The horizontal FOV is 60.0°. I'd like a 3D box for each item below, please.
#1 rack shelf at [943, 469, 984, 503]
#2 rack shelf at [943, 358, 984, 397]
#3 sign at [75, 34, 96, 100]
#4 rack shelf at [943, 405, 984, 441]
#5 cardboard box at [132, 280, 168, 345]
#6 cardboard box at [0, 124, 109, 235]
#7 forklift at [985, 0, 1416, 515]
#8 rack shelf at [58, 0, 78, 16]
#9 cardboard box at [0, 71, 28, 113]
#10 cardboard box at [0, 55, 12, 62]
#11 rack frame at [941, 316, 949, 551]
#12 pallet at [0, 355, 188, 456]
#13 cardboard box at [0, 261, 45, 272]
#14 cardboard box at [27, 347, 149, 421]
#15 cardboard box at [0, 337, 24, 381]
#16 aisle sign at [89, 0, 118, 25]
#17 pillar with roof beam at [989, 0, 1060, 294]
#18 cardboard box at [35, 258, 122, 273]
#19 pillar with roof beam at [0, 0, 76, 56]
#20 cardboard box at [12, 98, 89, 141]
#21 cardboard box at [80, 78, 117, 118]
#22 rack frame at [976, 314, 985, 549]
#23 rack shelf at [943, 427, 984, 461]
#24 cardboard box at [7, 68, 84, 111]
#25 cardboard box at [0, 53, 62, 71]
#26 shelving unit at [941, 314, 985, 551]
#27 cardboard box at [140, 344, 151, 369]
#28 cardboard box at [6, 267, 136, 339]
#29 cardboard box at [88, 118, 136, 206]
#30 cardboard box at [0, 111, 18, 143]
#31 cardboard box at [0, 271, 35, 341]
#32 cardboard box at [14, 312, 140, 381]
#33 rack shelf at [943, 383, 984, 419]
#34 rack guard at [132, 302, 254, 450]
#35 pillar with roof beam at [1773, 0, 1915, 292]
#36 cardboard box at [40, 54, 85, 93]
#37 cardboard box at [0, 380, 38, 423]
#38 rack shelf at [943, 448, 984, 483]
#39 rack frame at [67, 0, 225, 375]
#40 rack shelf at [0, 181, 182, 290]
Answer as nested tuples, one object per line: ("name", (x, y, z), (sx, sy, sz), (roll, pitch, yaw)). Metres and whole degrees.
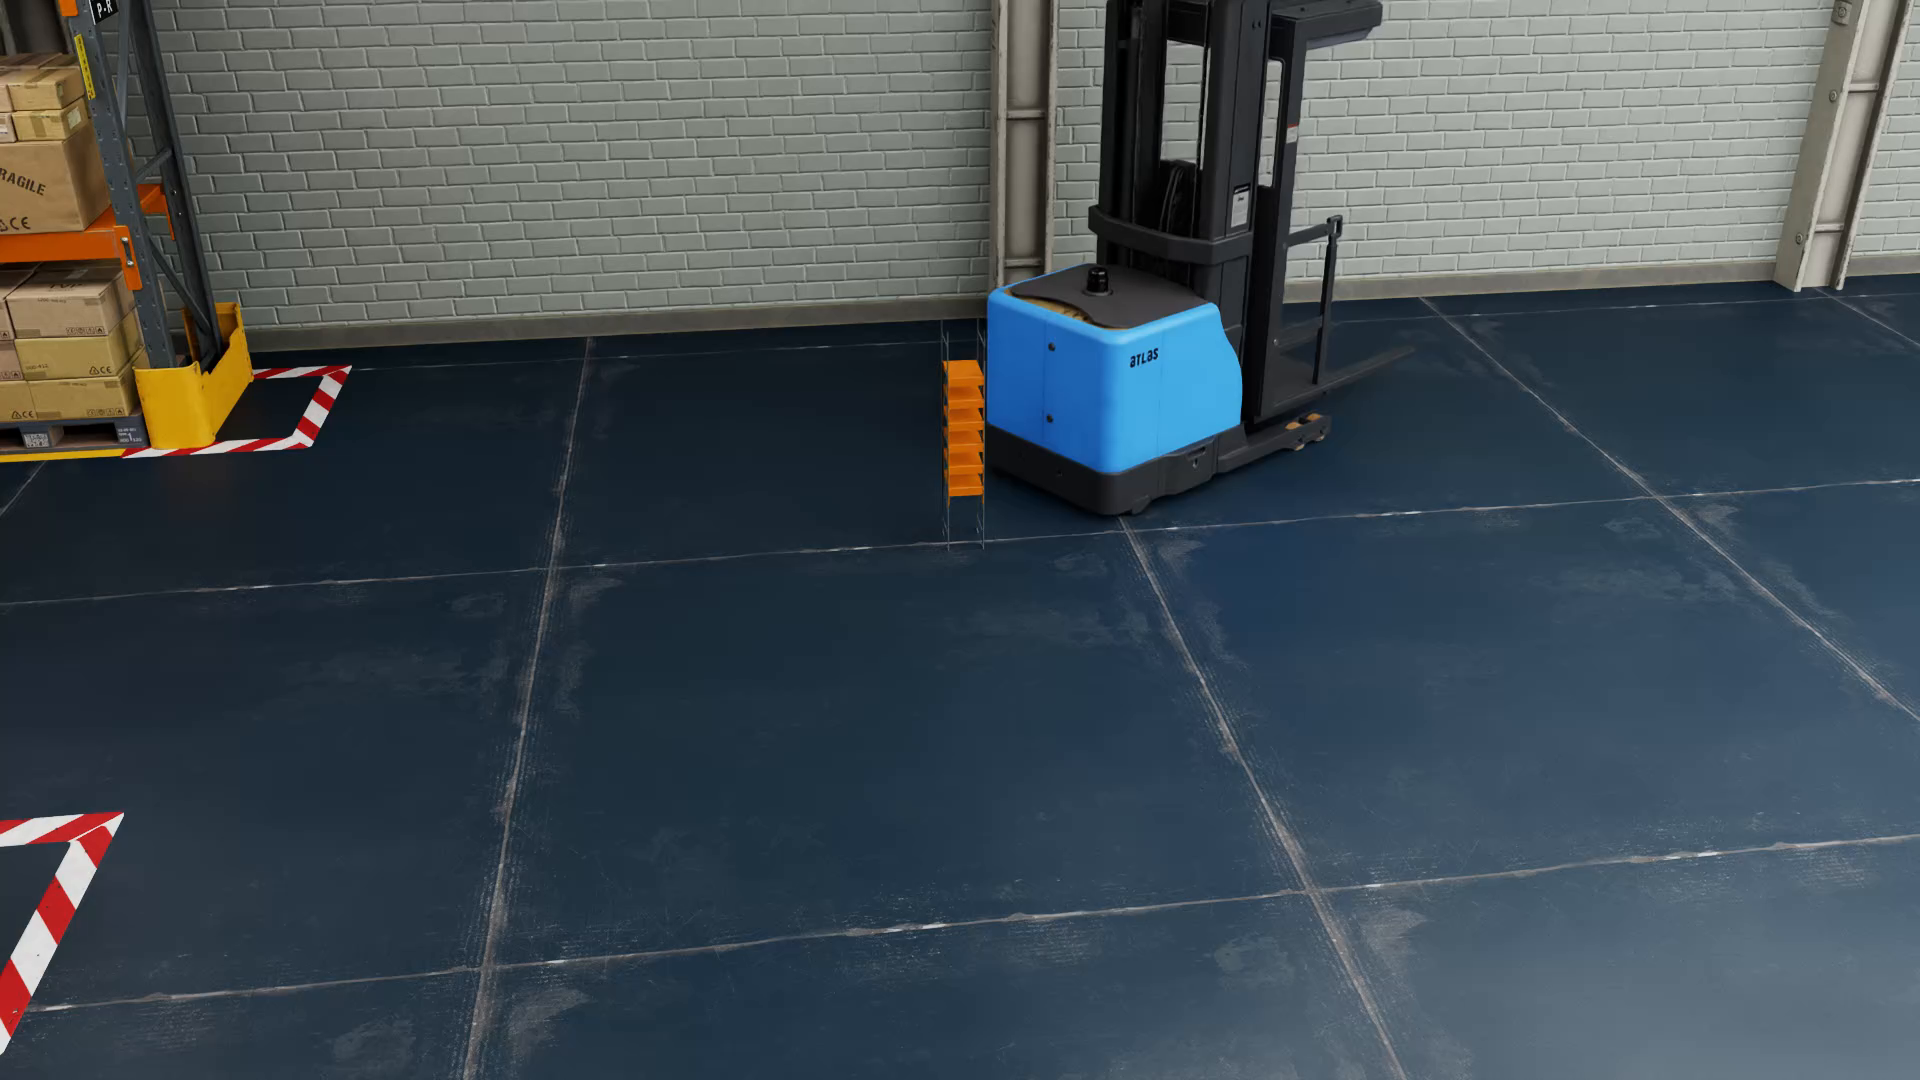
("rack shelf", (0.014, -0.282, 8.608), (0.180, 0.103, 0.258), (-4, 27, -7))
("rack shelf", (0.014, -0.816, 8.334), (0.180, 0.103, 0.258), (-4, 27, -7))
("sign", (-4.642, -2.509, 8.825), (0.005, 0.325, 0.100), (-4, 27, -7))
("rack shelf", (0.014, -0.602, 8.443), (0.180, 0.103, 0.258), (-4, 27, -7))
("cardboard box", (-5.199, -1.384, 10.166), (0.500, 0.250, 0.500), (-3, 27, -6))
("cardboard box", (-5.155, -2.029, 9.308), (0.500, 0.500, 0.500), (-4, 27, -8))
("forklift", (1.572, -1.989, 9.415), (3.031, 2.935, 1.130), (-22, 34, -36))
("rack shelf", (-6.685, -3.021, 8.855), (4.000, 0.370, 1.077), (-4, 27, -7))
("cardboard box", (-5.269, -2.452, 9.097), (0.250, 0.149, 0.380), (-4, 27, -7))
("cardboard box", (-5.590, -2.650, 9.483), (0.250, 0.149, 0.380), (-3, 27, -6))
("rack frame", (-0.076, -0.529, 8.467), (0.006, 1.200, 0.240), (-4, 27, -7))
("pallet", (-5.455, -0.826, 10.128), (1.213, 0.211, 1.003), (-4, 27, -7))
("cardboard box", (-5.701, -1.564, 9.969), (0.500, 0.250, 0.500), (-4, 27, -7))
("cardboard box", (-5.125, -0.925, 9.819), (0.500, 0.250, 0.500), (-3, 27, -7))
("cardboard box", (-5.641, -1.121, 9.653), (0.500, 0.250, 0.500), (-4, 27, -8))
("aisle sign", (-4.598, -3.162, 8.780), (0.004, 0.787, 0.394), (-4, 27, -7))
("pillar with roof beam", (1.022, -3.602, 5.913), (0.400, 9.000, 9.100), (-4, 27, -7))
("cardboard box", (-5.206, -1.598, 10.034), (0.500, 0.250, 0.500), (-4, 27, -8))
("pillar with roof beam", (-4.919, -3.220, 5.169), (0.400, 9.000, 9.100), (-4, 27, -7))
("cardboard box", (-5.008, -2.319, 9.163), (0.250, 0.149, 0.380), (-3, 27, -6))
("cardboard box", (-5.076, -2.563, 9.639), (0.250, 0.149, 0.380), (-4, 27, -8))
("rack frame", (0.105, -0.541, 8.489), (0.006, 1.200, 0.240), (-4, 27, -7))
("rack shelf", (0.014, -0.495, 8.498), (0.180, 0.103, 0.258), (-4, 27, -7))
("cardboard box", (-5.029, -2.482, 9.155), (0.250, 0.149, 0.380), (-4, 27, -7))
("cardboard box", (-5.338, -2.686, 9.554), (0.250, 0.149, 0.380), (-3, 27, -5))
("shelving unit", (0.014, -0.535, 8.478), (0.189, 1.200, 0.258), (-4, 27, -7))
("cardboard box", (-5.218, -1.155, 10.267), (0.500, 0.250, 0.500), (-4, 27, -7))
("cardboard box", (-5.117, -1.372, 9.595), (0.500, 0.250, 0.500), (-3, 27, -5))
("cardboard box", (-5.233, -2.273, 9.784), (0.500, 0.500, 0.500), (-3, 27, -5))
("cardboard box", (-5.257, -2.289, 9.105), (0.250, 0.149, 0.380), (-3, 27, -6))
("cardboard box", (-5.621, -1.337, 9.527), (0.500, 0.250, 0.500), (-3, 27, -6))
("cardboard box", (-5.142, -1.148, 9.706), (0.500, 0.250, 0.500), (-4, 27, -8))
("rack shelf", (0.014, -0.709, 8.389), (0.180, 0.103, 0.258), (-4, 27, -7))
("rack guard", (-4.680, -1.024, 10.197), (0.348, 0.500, 1.175), (-4, 27, -7))
("pillar with roof beam", (6.964, -3.984, 6.656), (0.400, 9.000, 9.100), (-4, 27, -7))
("cardboard box", (-5.066, -2.675, 9.531), (0.250, 0.149, 0.380), (-4, 27, -8))
("cardboard box", (-5.619, -0.898, 9.766), (0.500, 0.250, 0.500), (-4, 27, -7))
("rack shelf", (0.014, -0.388, 8.553), (0.180, 0.103, 0.258), (-4, 27, -7))
("rack frame", (-4.704, -2.134, 9.624), (0.127, 3.000, 1.000), (-4, 27, -7))
("rack shelf", (-6.685, -1.687, 9.540), (4.000, 0.370, 1.077), (-4, 27, -7))
